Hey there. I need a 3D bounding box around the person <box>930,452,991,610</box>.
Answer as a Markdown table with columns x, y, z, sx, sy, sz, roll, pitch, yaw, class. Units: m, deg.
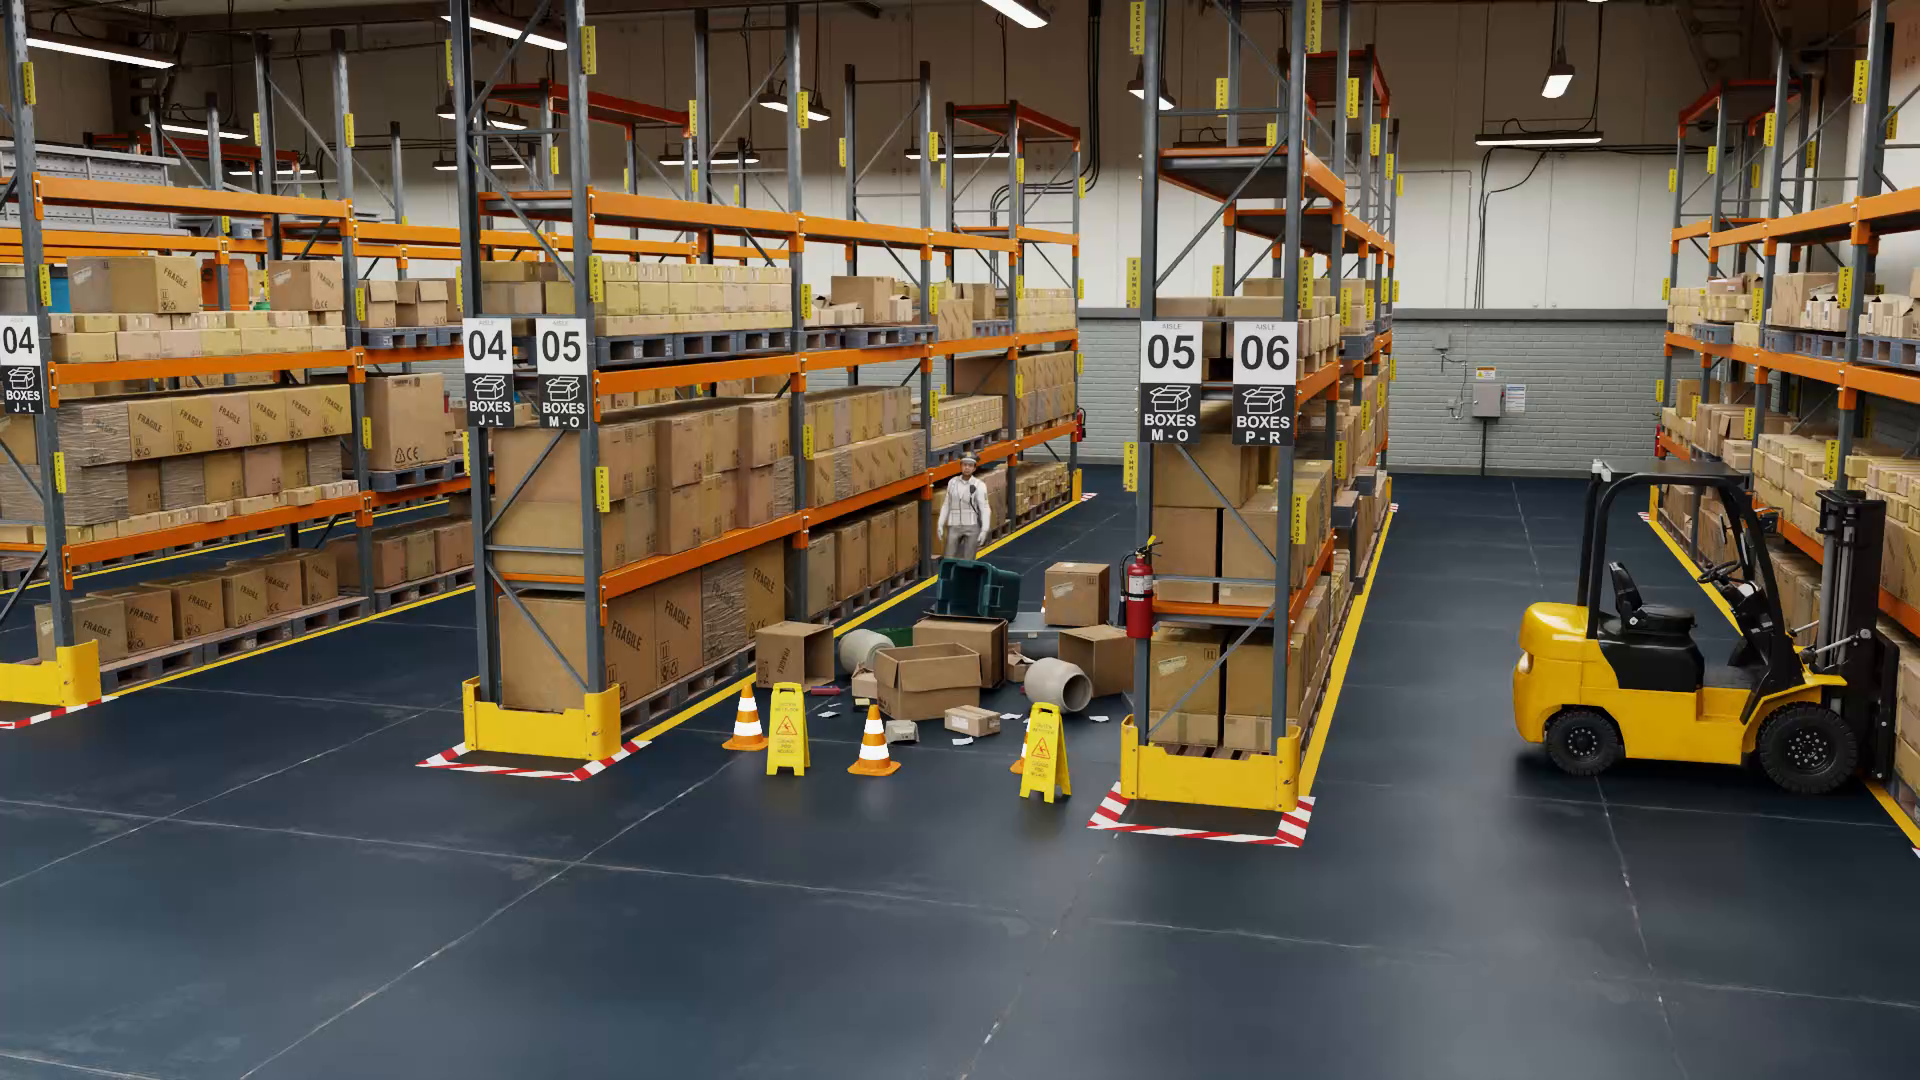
| x | y | z | sx | sy | sz | roll | pitch | yaw | class |
| --- | --- | --- | --- | --- | --- | --- | --- | --- | --- |
| 0.019 | -0.102 | 17.848 | 0.586 | 1.695 | 0.532 | 2 | 9 | 16 | person |
